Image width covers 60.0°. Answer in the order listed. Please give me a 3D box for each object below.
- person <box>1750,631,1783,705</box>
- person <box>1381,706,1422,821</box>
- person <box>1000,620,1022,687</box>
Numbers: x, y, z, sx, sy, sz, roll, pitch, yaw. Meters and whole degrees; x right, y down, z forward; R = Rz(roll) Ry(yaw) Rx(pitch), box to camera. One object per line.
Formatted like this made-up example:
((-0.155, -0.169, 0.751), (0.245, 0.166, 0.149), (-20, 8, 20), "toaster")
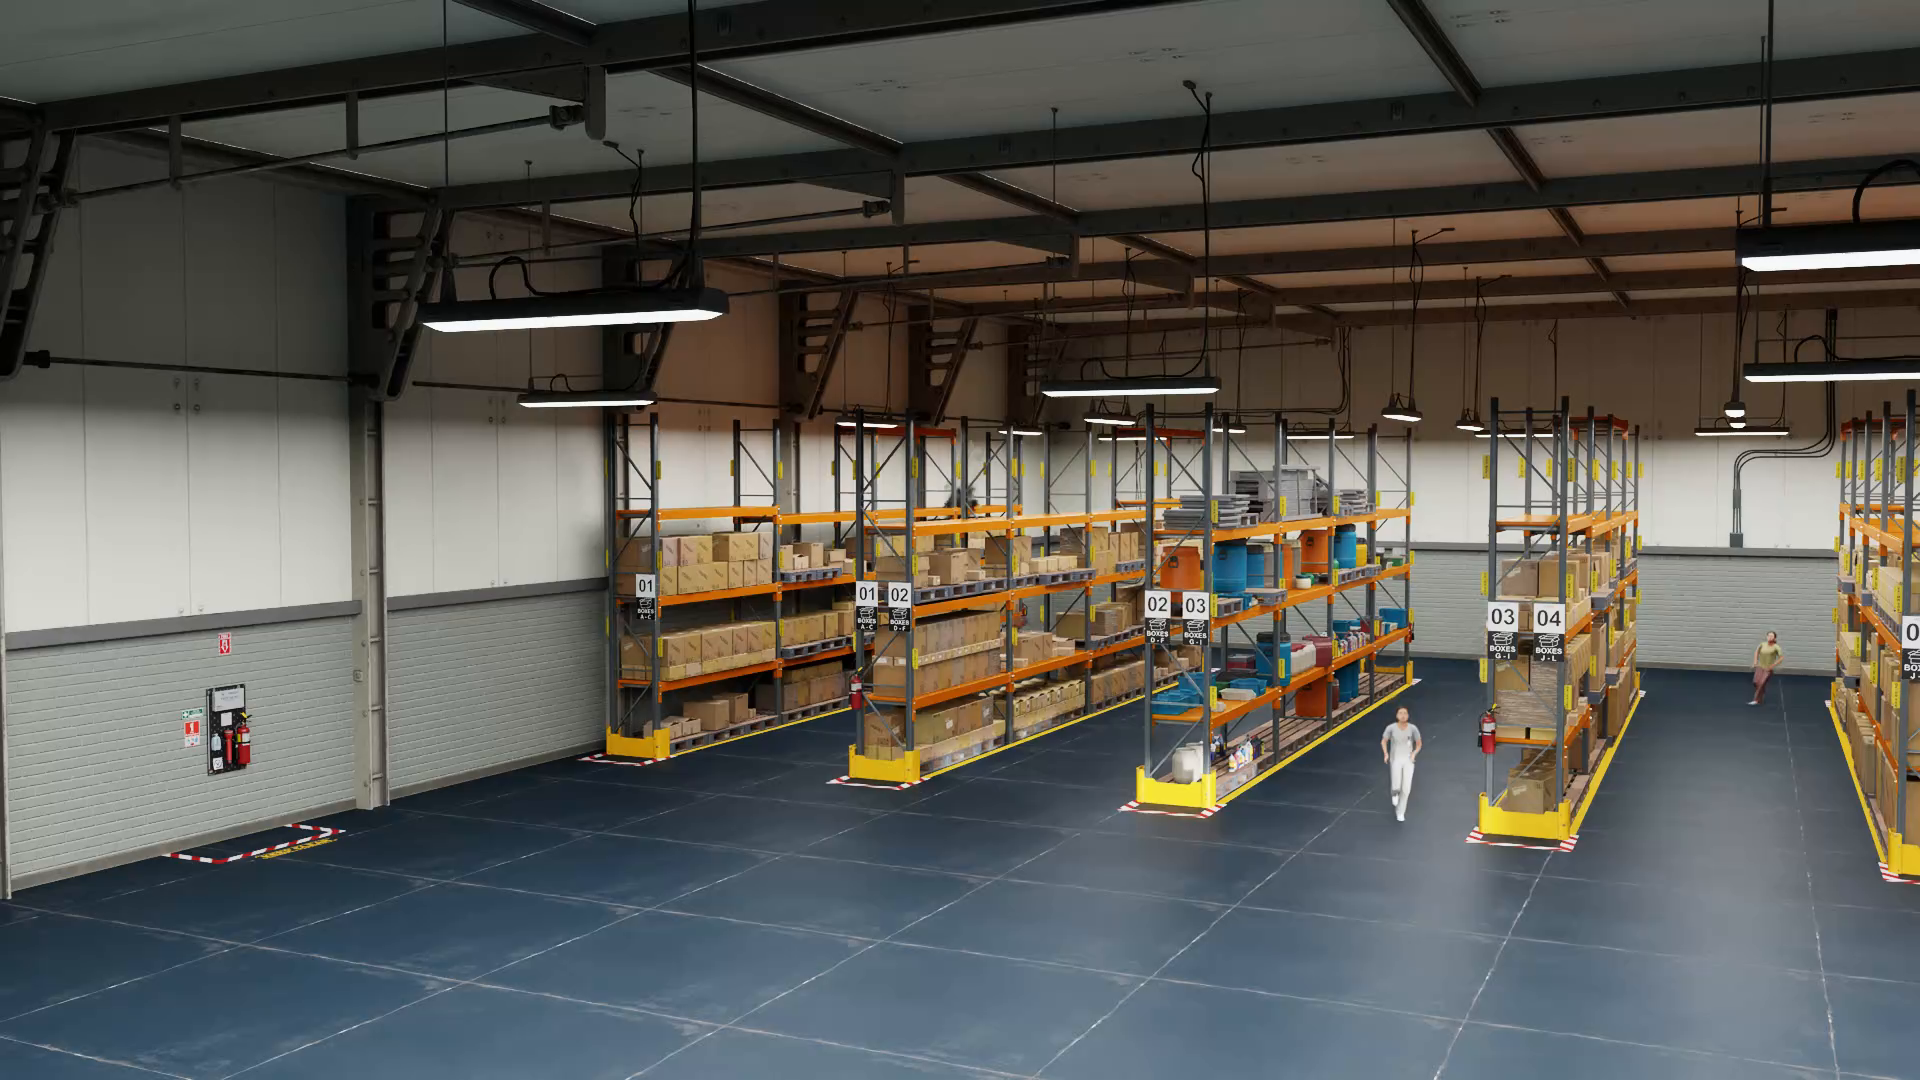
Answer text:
((17.080, 2.721, 35.213), (0.524, 1.596, 0.612), (-2, 3, -45), "person")
((6.357, 3.190, 23.936), (0.567, 1.627, 0.567), (0, 2, 11), "person")
((1.094, 2.606, 35.886), (0.693, 1.818, 0.864), (1, 3, 28), "person")
